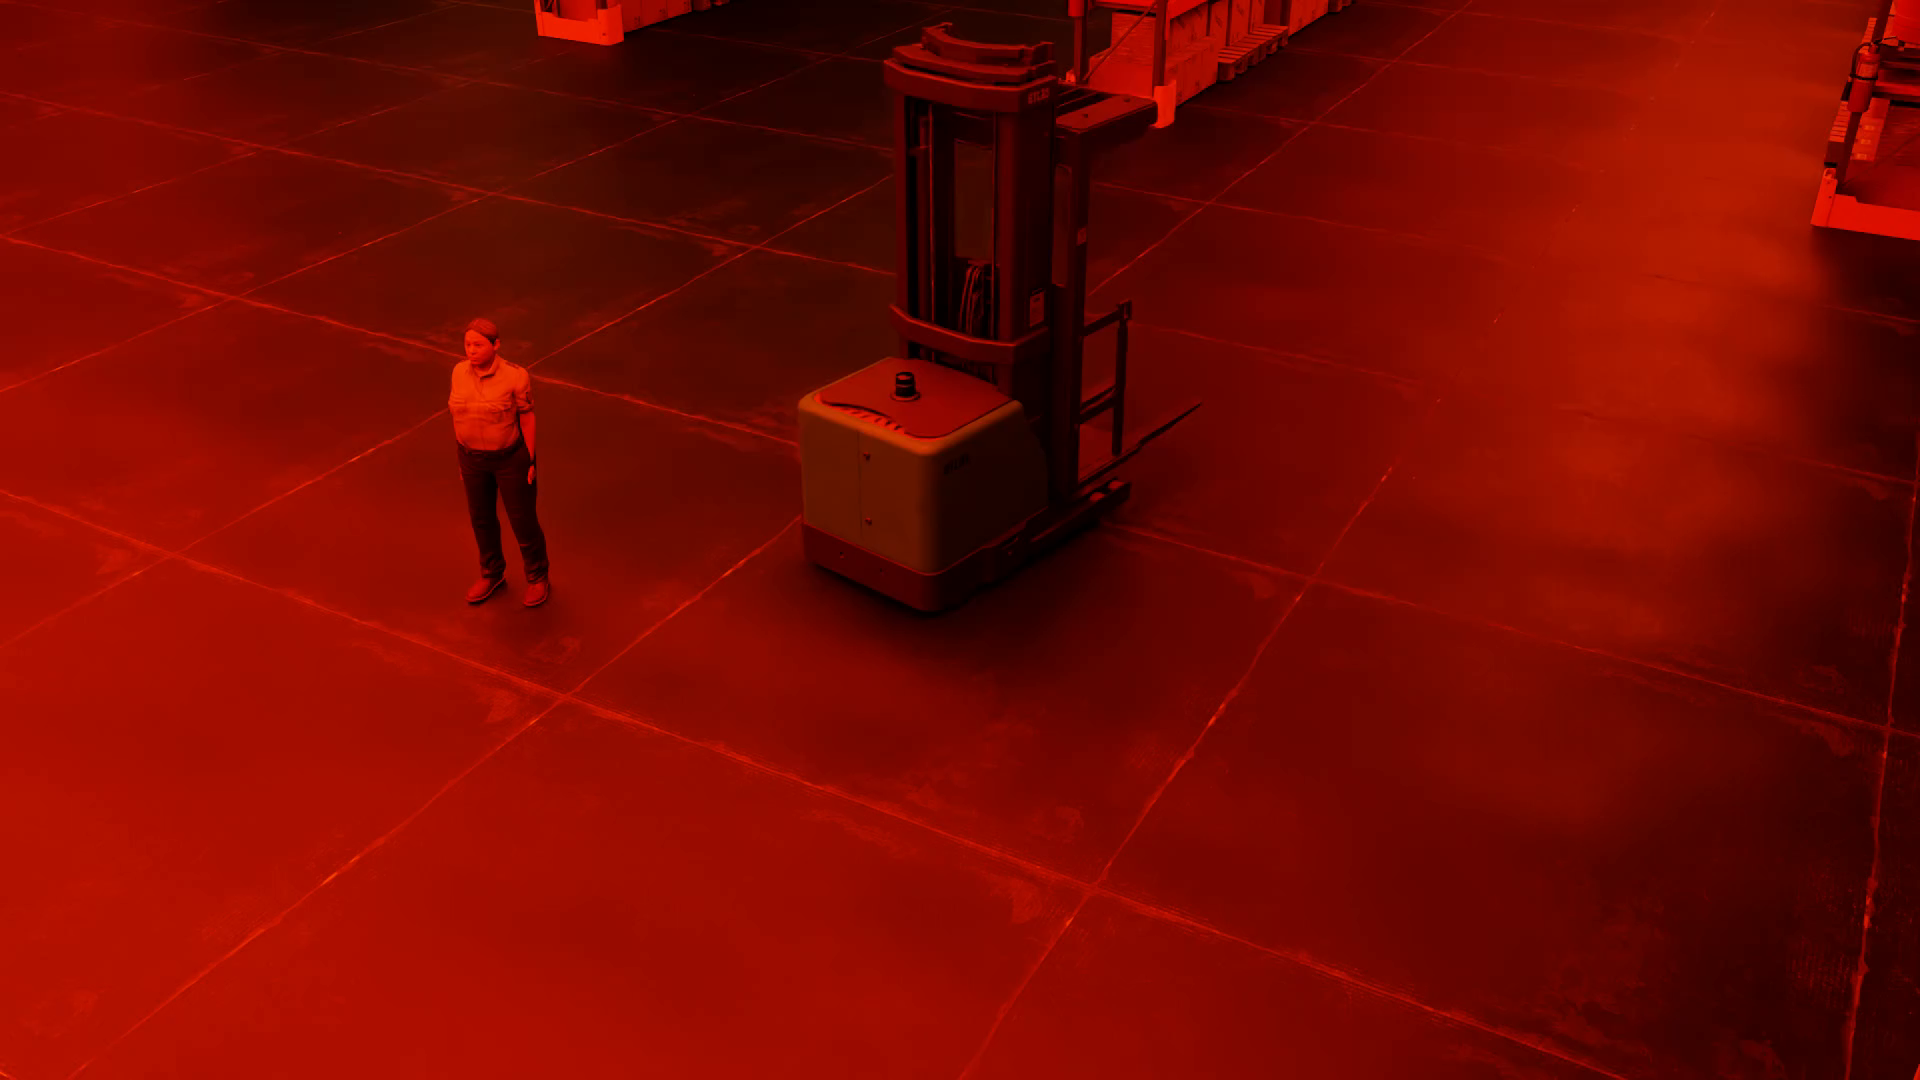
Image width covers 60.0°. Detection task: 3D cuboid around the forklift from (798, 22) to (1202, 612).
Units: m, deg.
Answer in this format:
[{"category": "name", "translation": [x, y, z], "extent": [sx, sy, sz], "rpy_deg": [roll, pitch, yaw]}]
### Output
[{"category": "forklift", "translation": [0.408, -1.539, 9.737], "extent": [1.130, 2.935, 3.031], "rpy_deg": [22, 37, 34]}]

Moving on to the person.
[{"category": "person", "translation": [-2.545, -0.423, 9.095], "extent": [0.473, 1.650, 0.361], "rpy_deg": [4, 30, 8]}]
